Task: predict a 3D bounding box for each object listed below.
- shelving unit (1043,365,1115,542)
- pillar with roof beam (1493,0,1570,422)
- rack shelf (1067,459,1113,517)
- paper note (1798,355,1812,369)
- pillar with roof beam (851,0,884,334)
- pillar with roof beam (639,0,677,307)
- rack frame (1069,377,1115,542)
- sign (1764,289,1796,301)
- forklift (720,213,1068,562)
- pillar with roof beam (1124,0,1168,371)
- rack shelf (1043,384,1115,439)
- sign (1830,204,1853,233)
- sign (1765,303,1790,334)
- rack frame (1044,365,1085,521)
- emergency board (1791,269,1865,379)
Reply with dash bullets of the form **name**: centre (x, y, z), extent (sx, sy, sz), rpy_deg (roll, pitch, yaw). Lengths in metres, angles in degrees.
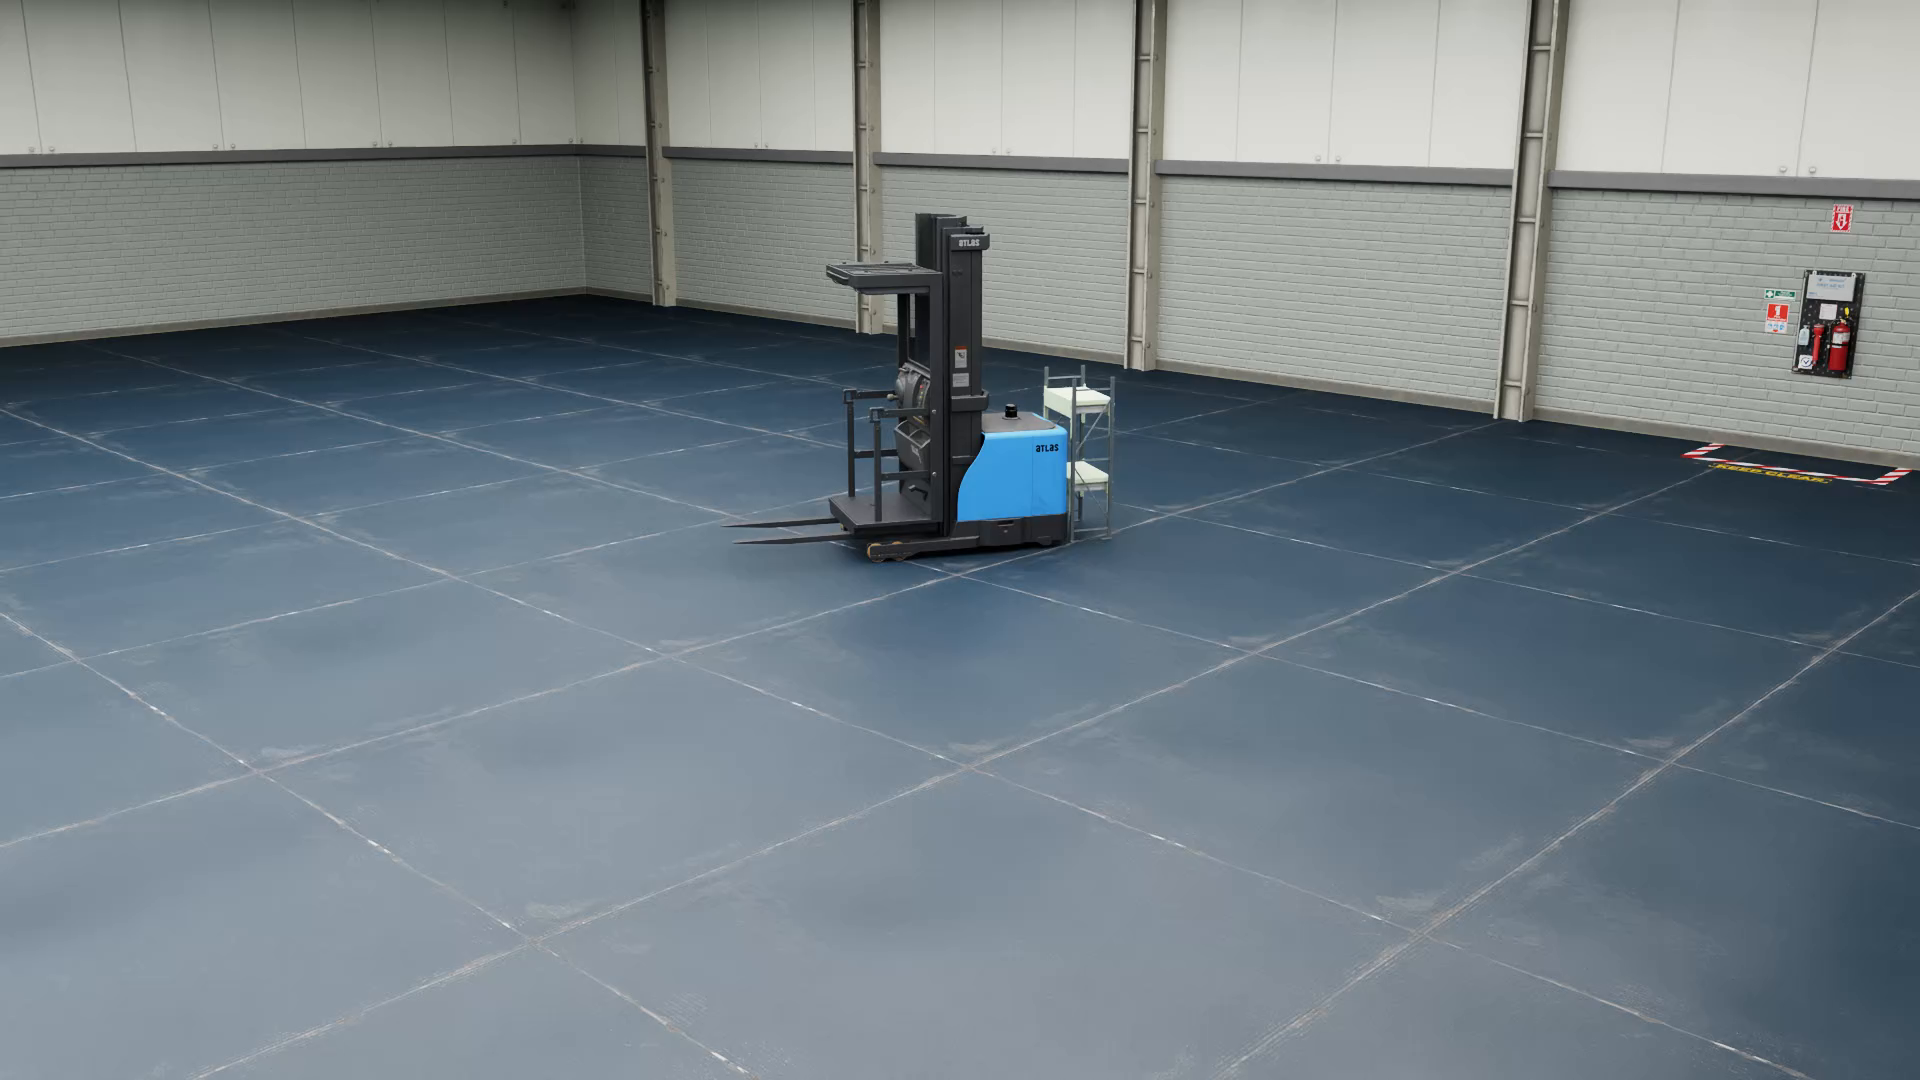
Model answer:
- **shelving unit**: centre (1.087, -0.809, 15.381), extent (0.431, 1.500, 0.755), rpy_deg (-4, 15, -17)
- **pillar with roof beam**: centre (4.064, -5.123, 17.063), extent (0.400, 9.000, 9.100), rpy_deg (14, 20, 42)
- **rack shelf**: centre (1.087, -0.494, 15.464), extent (0.431, 0.370, 0.720), rpy_deg (-4, 15, -17)
- **paper note**: centre (9.540, -2.007, 18.753), extent (0.142, 0.148, 0.016), rpy_deg (14, 20, 42)
- **pillar with roof beam**: centre (-4.574, -7.223, 25.123), extent (0.400, 9.000, 9.100), rpy_deg (14, 20, 42)
- **pillar with roof beam**: centre (-8.893, -8.273, 29.153), extent (0.400, 9.000, 9.100), rpy_deg (14, 20, 42)
- **rack frame**: centre (1.194, -0.721, 15.043), extent (0.400, 1.500, 0.023), rpy_deg (-4, 15, -17)
- **sign**: centre (9.290, -2.777, 18.837), extent (0.331, 0.109, 0.001), rpy_deg (14, 20, 42)
- **forklift**: centre (-0.603, -1.372, 14.701), extent (3.031, 2.935, 1.130), rpy_deg (-4, 15, -17)
- **pillar with roof beam**: centre (-0.255, -6.173, 21.093), extent (0.400, 9.000, 9.100), rpy_deg (14, 20, 42)
- **rack shelf**: centre (1.087, -1.187, 15.283), extent (0.431, 0.370, 0.720), rpy_deg (-4, 15, -17)
- **sign**: centre (9.683, -3.532, 18.257), extent (0.199, 0.298, 0.001), rpy_deg (14, 20, 42)
- **sign**: centre (9.293, -2.523, 18.913), extent (0.234, 0.329, 0.001), rpy_deg (14, 20, 42)
- **rack frame**: centre (0.979, -0.897, 15.720), extent (0.400, 1.500, 0.023), rpy_deg (-4, 15, -17)
- **emergency board**: centre (9.619, -2.390, 18.474), extent (0.643, 1.169, 0.194), rpy_deg (14, 20, 42)
